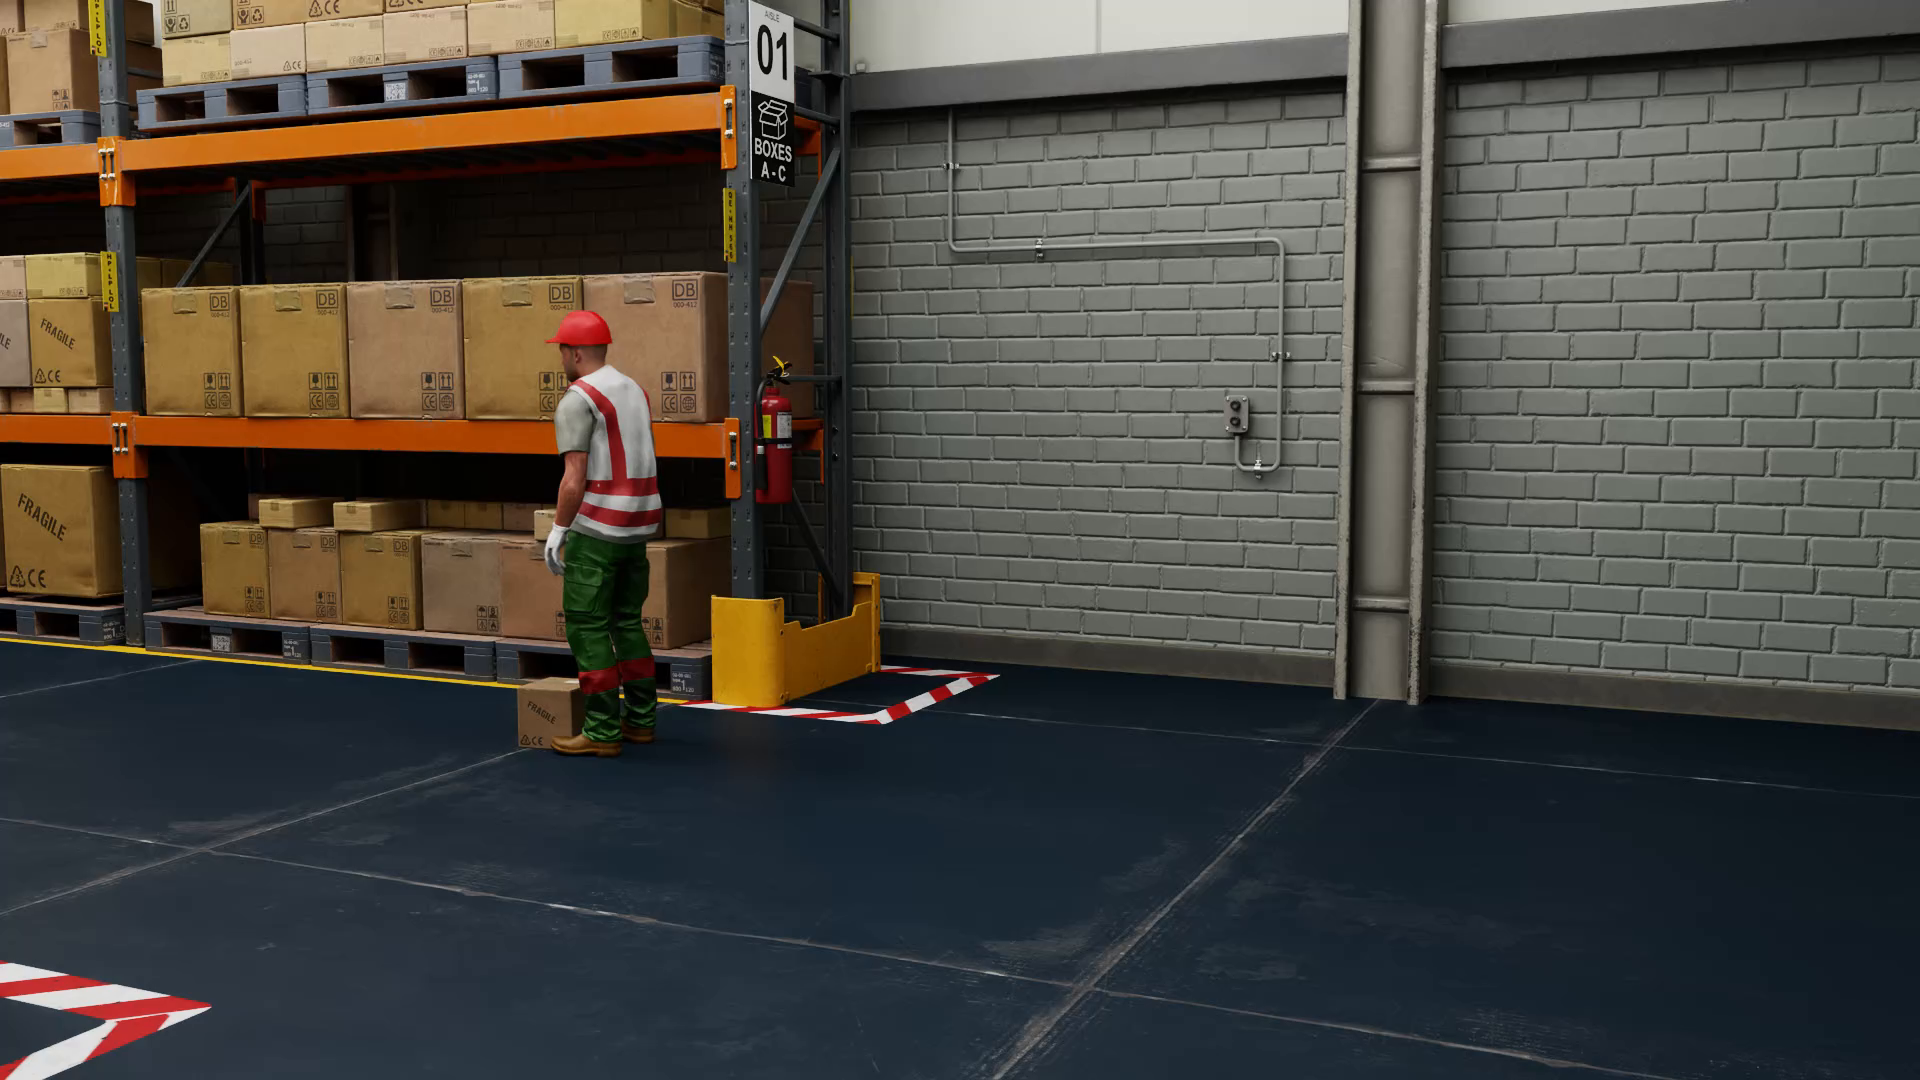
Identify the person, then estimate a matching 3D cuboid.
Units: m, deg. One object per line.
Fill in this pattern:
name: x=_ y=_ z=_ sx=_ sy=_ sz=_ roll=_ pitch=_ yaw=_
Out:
person: x=-1.448 y=-0.032 z=6.728 sx=0.448 sy=1.780 sz=0.609 roll=2 pitch=6 yaw=24
